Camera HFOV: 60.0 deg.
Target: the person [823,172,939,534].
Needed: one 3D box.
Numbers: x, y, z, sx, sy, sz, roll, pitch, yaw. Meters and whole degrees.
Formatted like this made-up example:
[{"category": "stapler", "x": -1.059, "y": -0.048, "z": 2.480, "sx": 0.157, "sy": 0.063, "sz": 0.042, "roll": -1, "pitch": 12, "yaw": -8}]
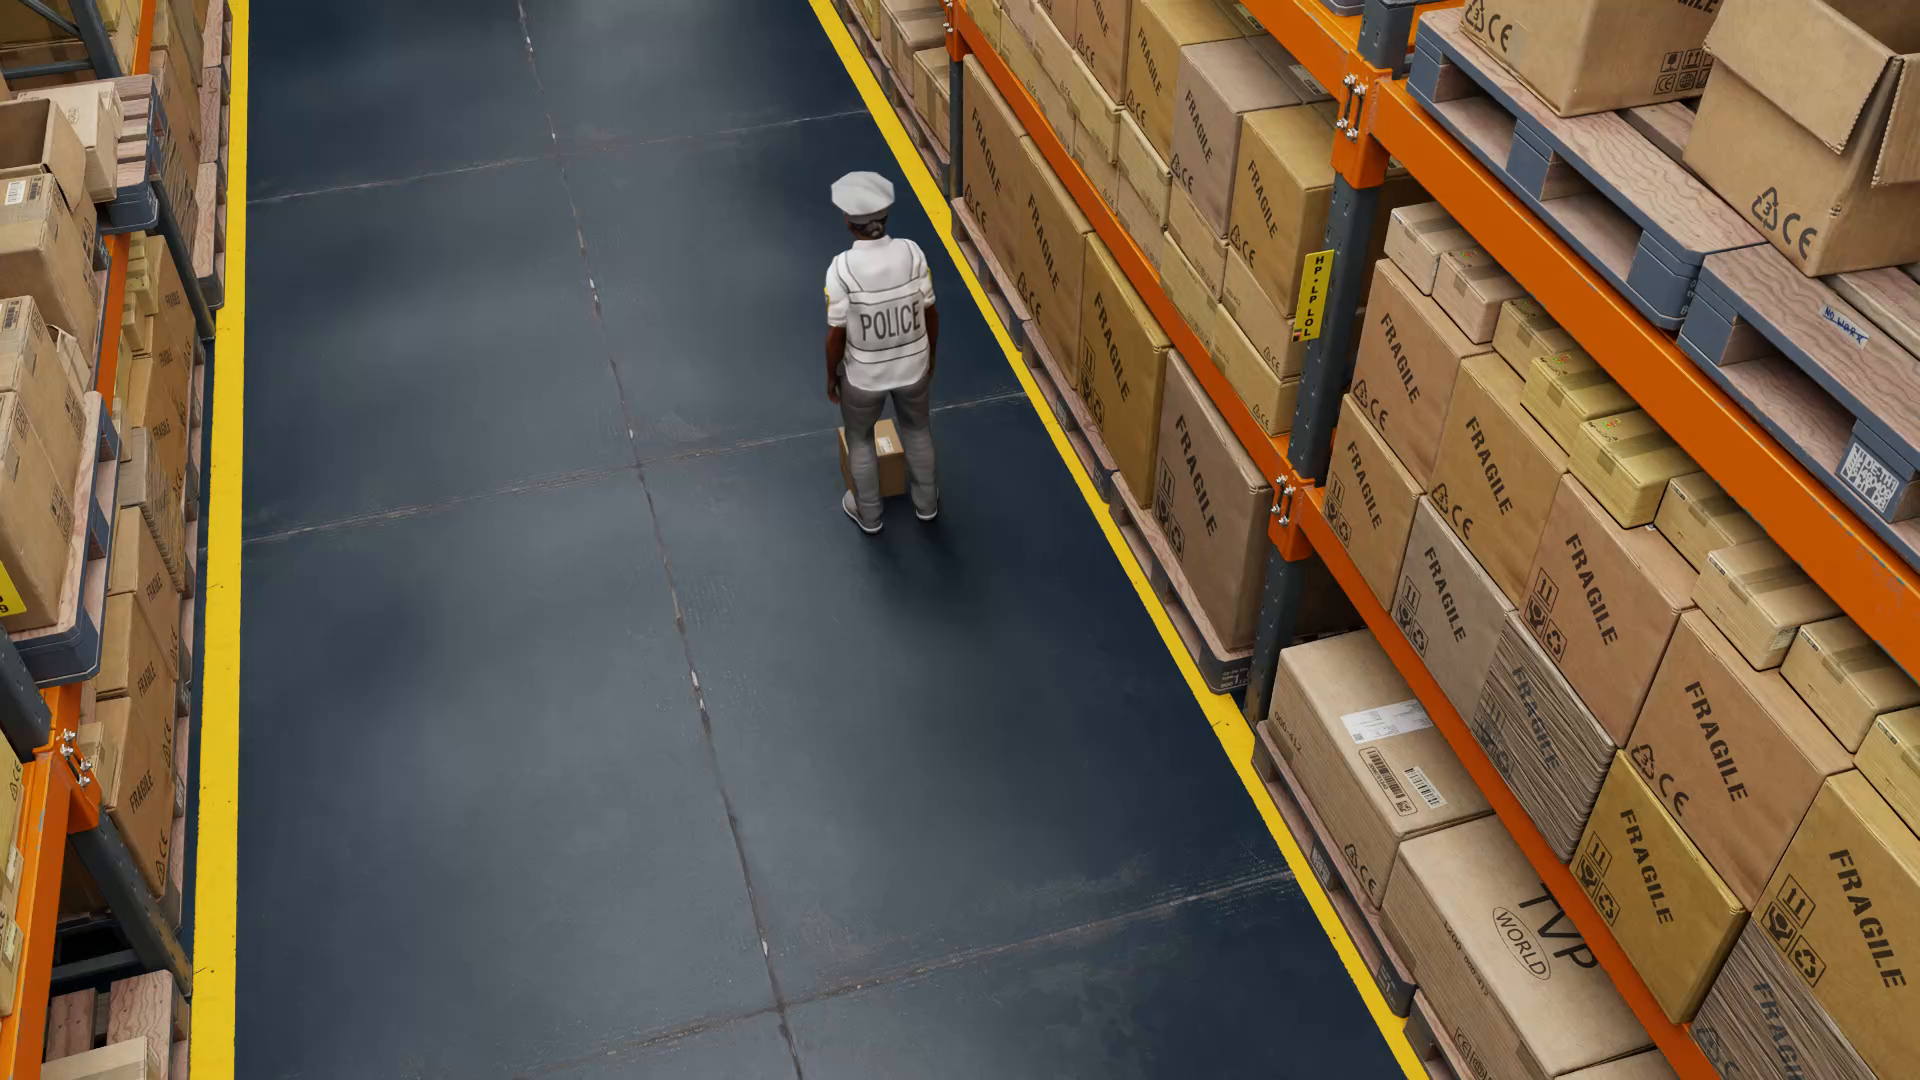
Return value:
[{"category": "person", "x": -0.319, "y": -0.730, "z": 6.959, "sx": 0.523, "sy": 1.658, "sz": 0.395, "roll": -14, "pitch": 44, "yaw": -15}]
